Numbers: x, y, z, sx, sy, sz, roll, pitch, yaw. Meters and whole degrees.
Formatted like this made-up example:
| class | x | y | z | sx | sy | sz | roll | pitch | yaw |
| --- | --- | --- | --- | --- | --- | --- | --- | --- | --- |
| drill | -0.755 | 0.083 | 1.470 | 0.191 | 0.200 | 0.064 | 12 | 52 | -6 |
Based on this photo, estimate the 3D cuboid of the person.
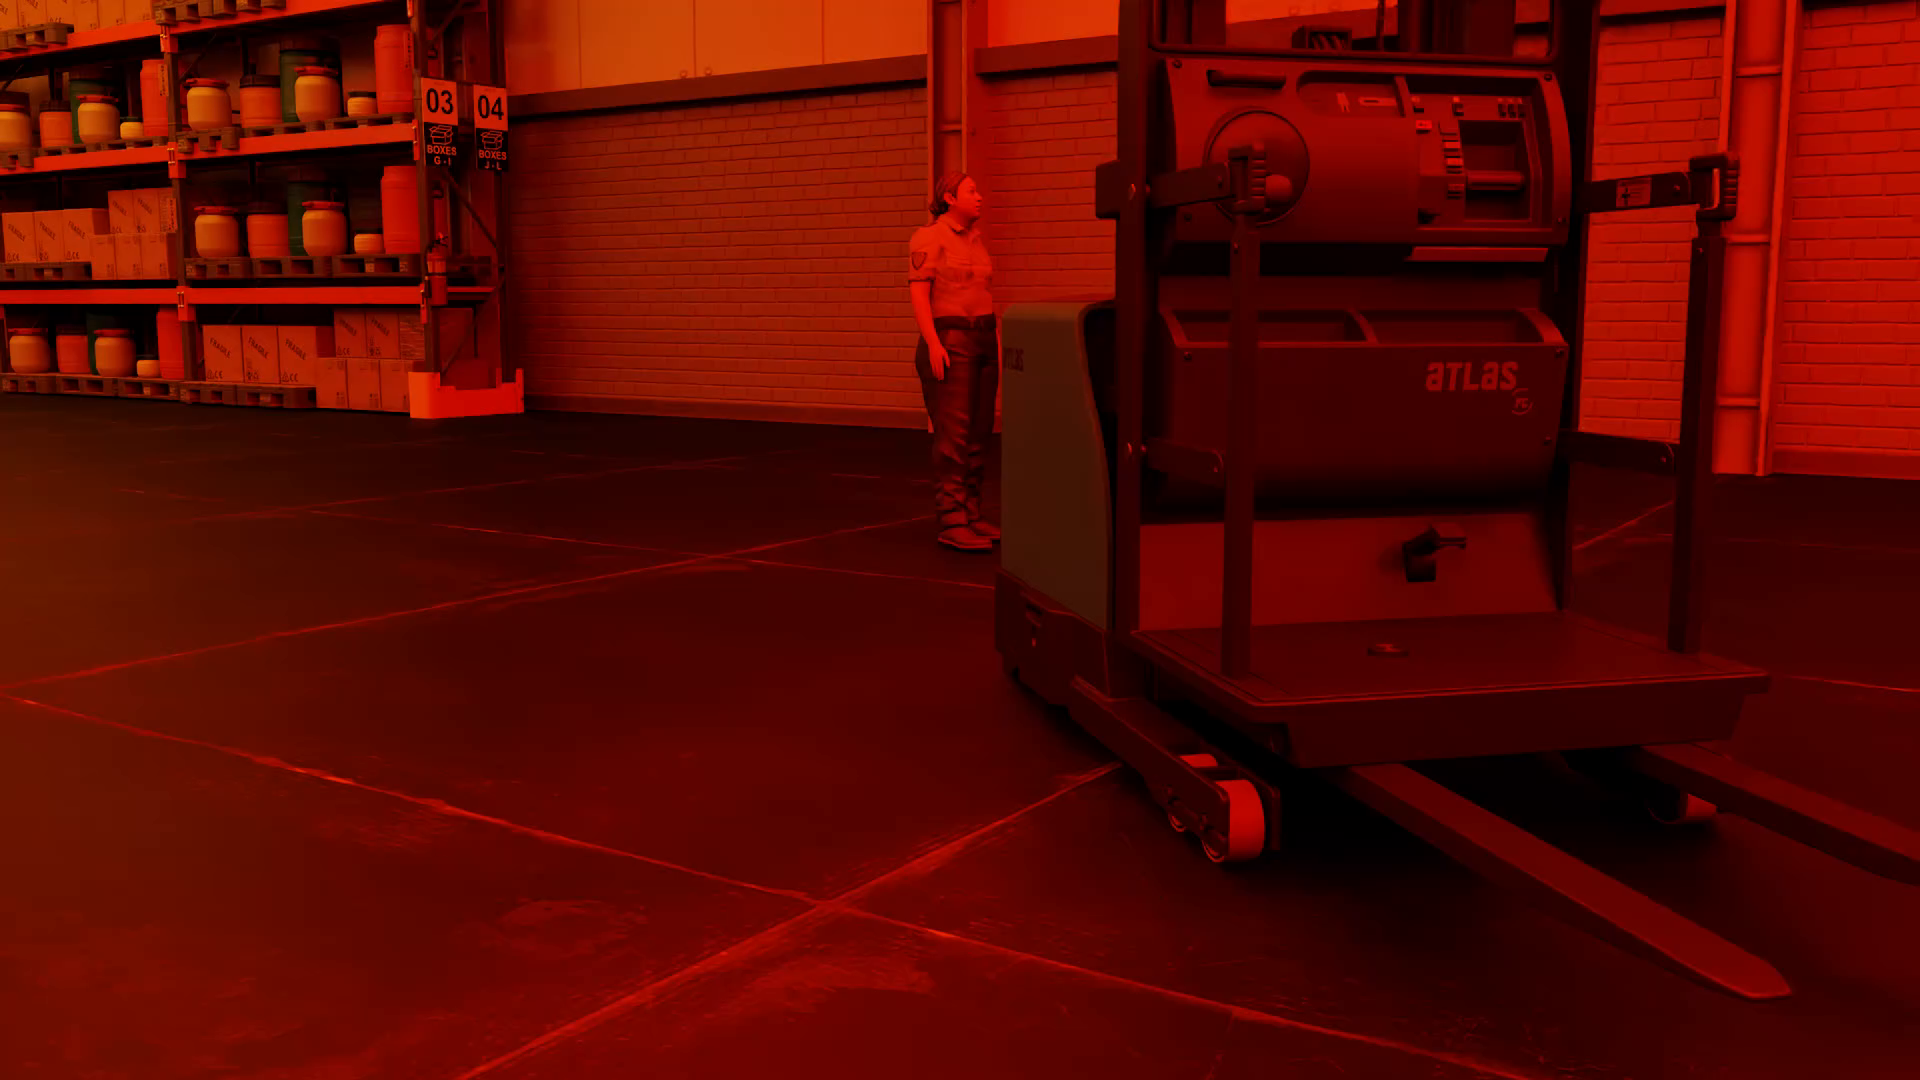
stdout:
| class | x | y | z | sx | sy | sz | roll | pitch | yaw |
| --- | --- | --- | --- | --- | --- | --- | --- | --- | --- |
| person | 0.061 | -0.810 | 7.419 | 0.503 | 1.643 | 0.598 | 5 | 10 | 34 |

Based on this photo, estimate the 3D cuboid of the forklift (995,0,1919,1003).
| class | x | y | z | sx | sy | sz | roll | pitch | yaw |
| --- | --- | --- | --- | --- | --- | --- | --- | --- | --- |
| forklift | 0.945 | -0.884 | 3.408 | 1.130 | 2.935 | 3.031 | -2 | 8 | -13 |
